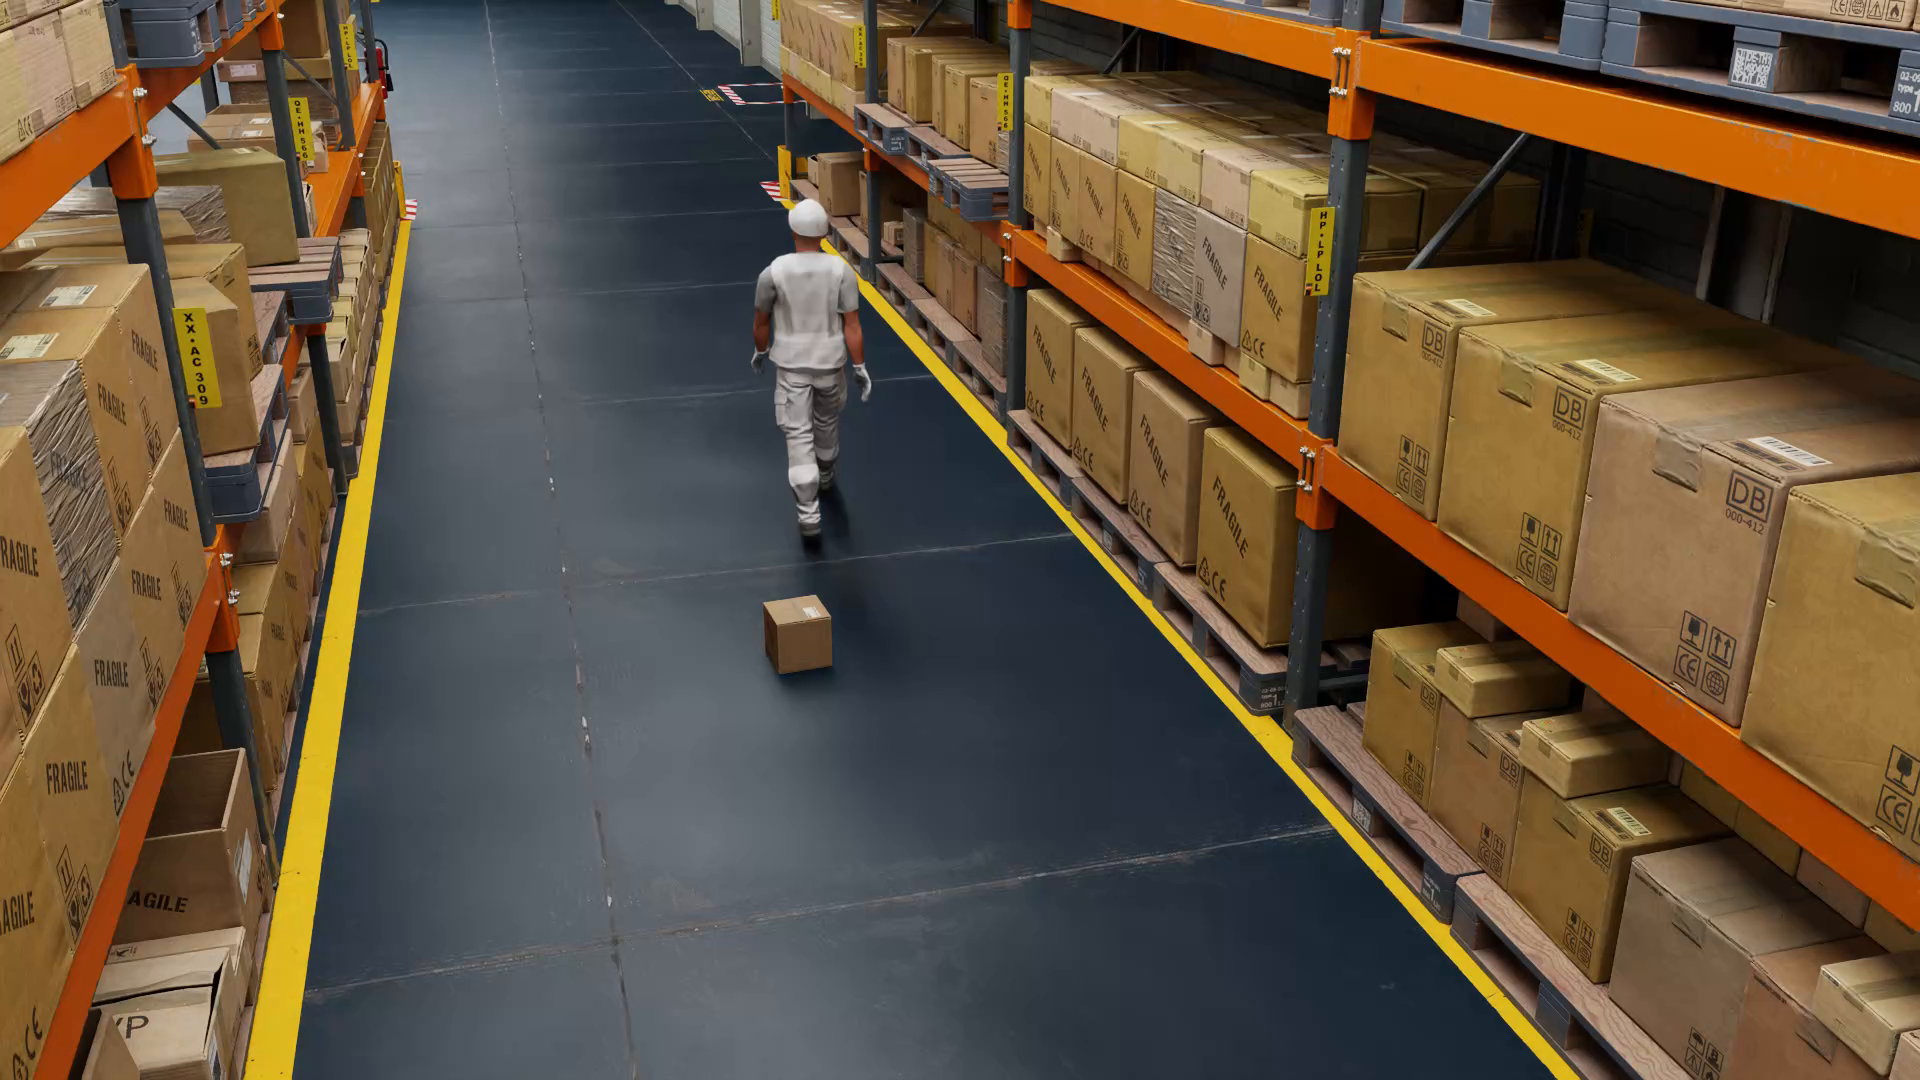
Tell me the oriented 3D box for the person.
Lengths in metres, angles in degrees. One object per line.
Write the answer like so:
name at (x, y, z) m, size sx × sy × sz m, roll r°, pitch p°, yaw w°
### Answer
person at (-0.808, -0.972, 8.880) m, size 0.583 × 1.730 × 1.088 m, roll -6°, pitch 23°, yaw -13°
